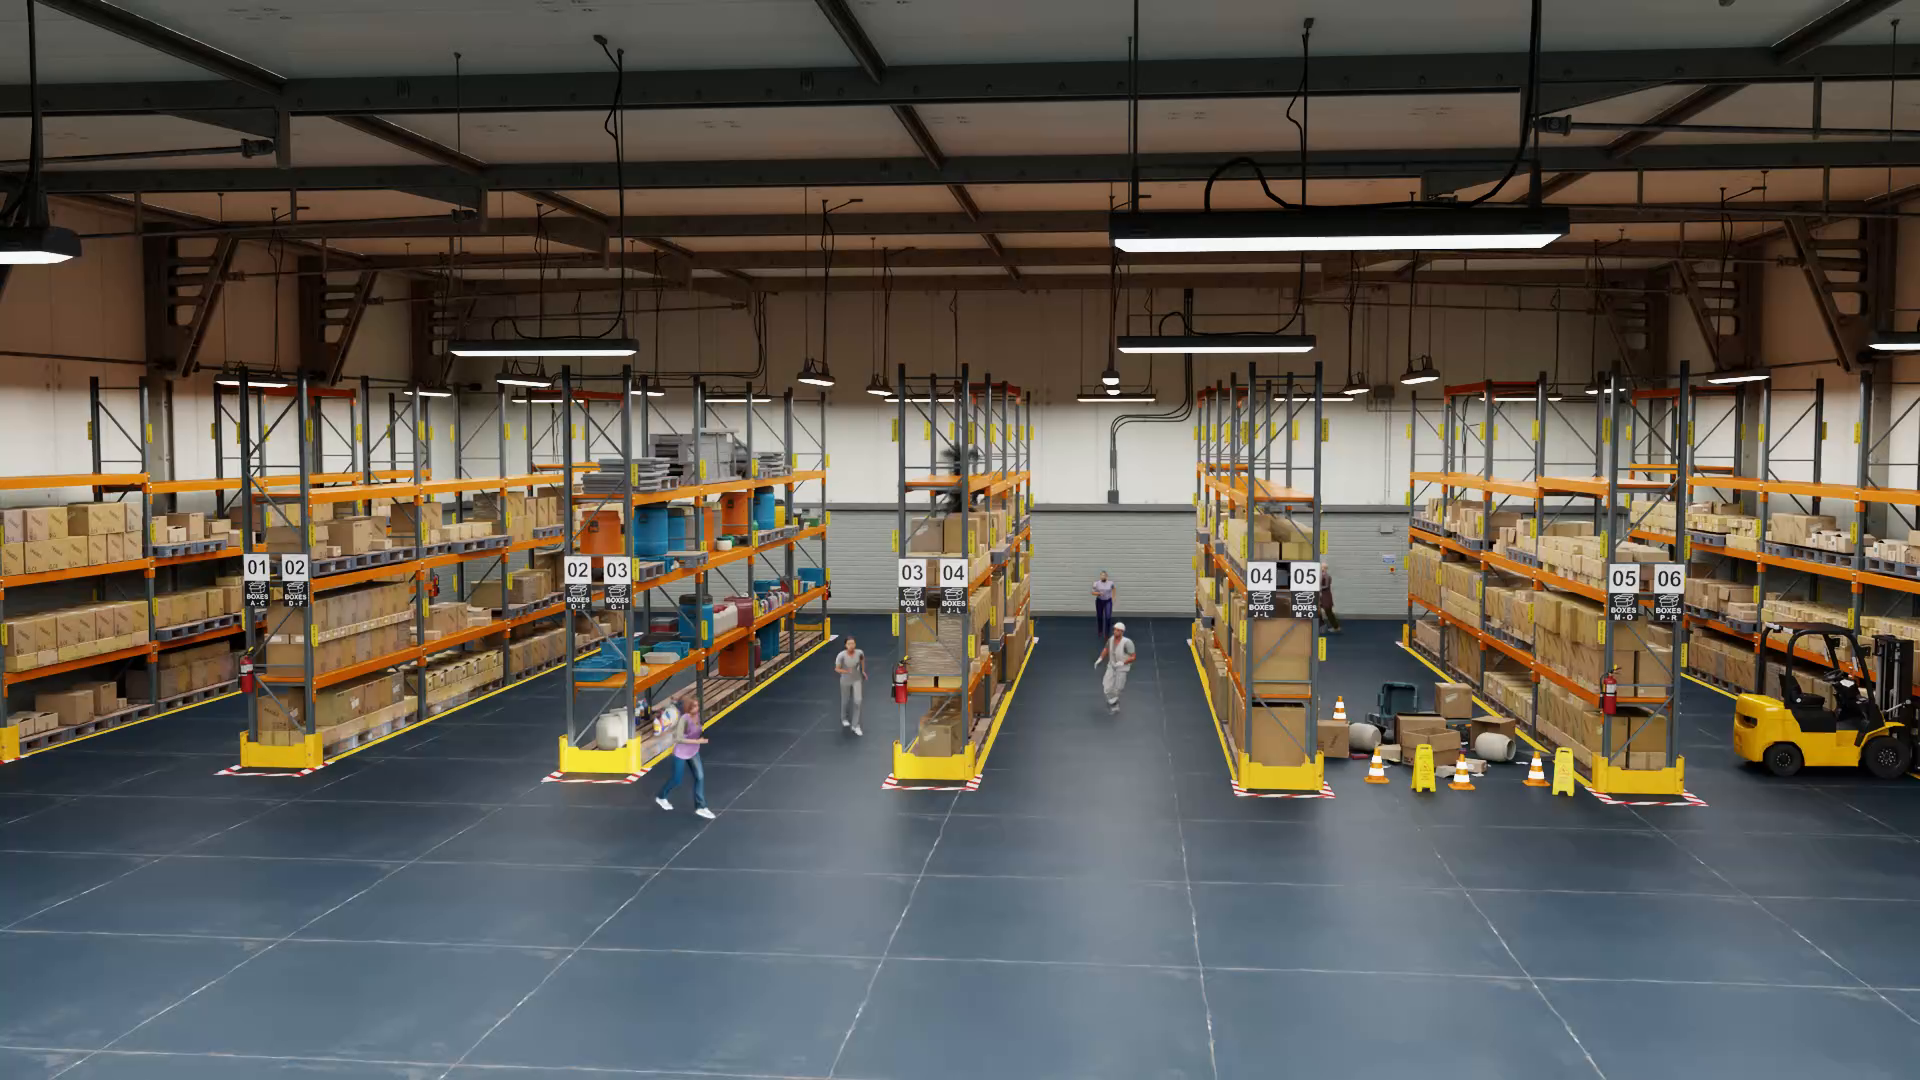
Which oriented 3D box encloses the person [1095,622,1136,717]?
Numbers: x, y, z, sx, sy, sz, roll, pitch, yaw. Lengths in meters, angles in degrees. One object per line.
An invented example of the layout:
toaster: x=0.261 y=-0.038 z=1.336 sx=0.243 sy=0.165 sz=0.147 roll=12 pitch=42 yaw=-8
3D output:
person: x=2.773 y=2.290 z=29.454 sx=0.774 sy=1.695 sz=0.541 roll=2 pitch=4 yaw=26

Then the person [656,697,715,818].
person: x=-3.597 y=2.810 z=21.652 sx=0.924 sy=1.571 sz=0.546 roll=2 pitch=4 yaw=32

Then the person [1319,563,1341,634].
person: x=9.096 y=1.471 z=41.429 sx=0.857 sy=1.824 sz=0.690 roll=-1 pitch=4 yaw=-8

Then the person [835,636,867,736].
person: x=-1.827 y=2.403 z=27.803 sx=0.567 sy=1.643 sz=0.955 roll=-1 pitch=4 yaw=-11

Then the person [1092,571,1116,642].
person: x=3.481 y=1.597 z=40.314 sx=0.584 sy=1.672 sz=0.854 roll=0 pitch=4 yaw=5
